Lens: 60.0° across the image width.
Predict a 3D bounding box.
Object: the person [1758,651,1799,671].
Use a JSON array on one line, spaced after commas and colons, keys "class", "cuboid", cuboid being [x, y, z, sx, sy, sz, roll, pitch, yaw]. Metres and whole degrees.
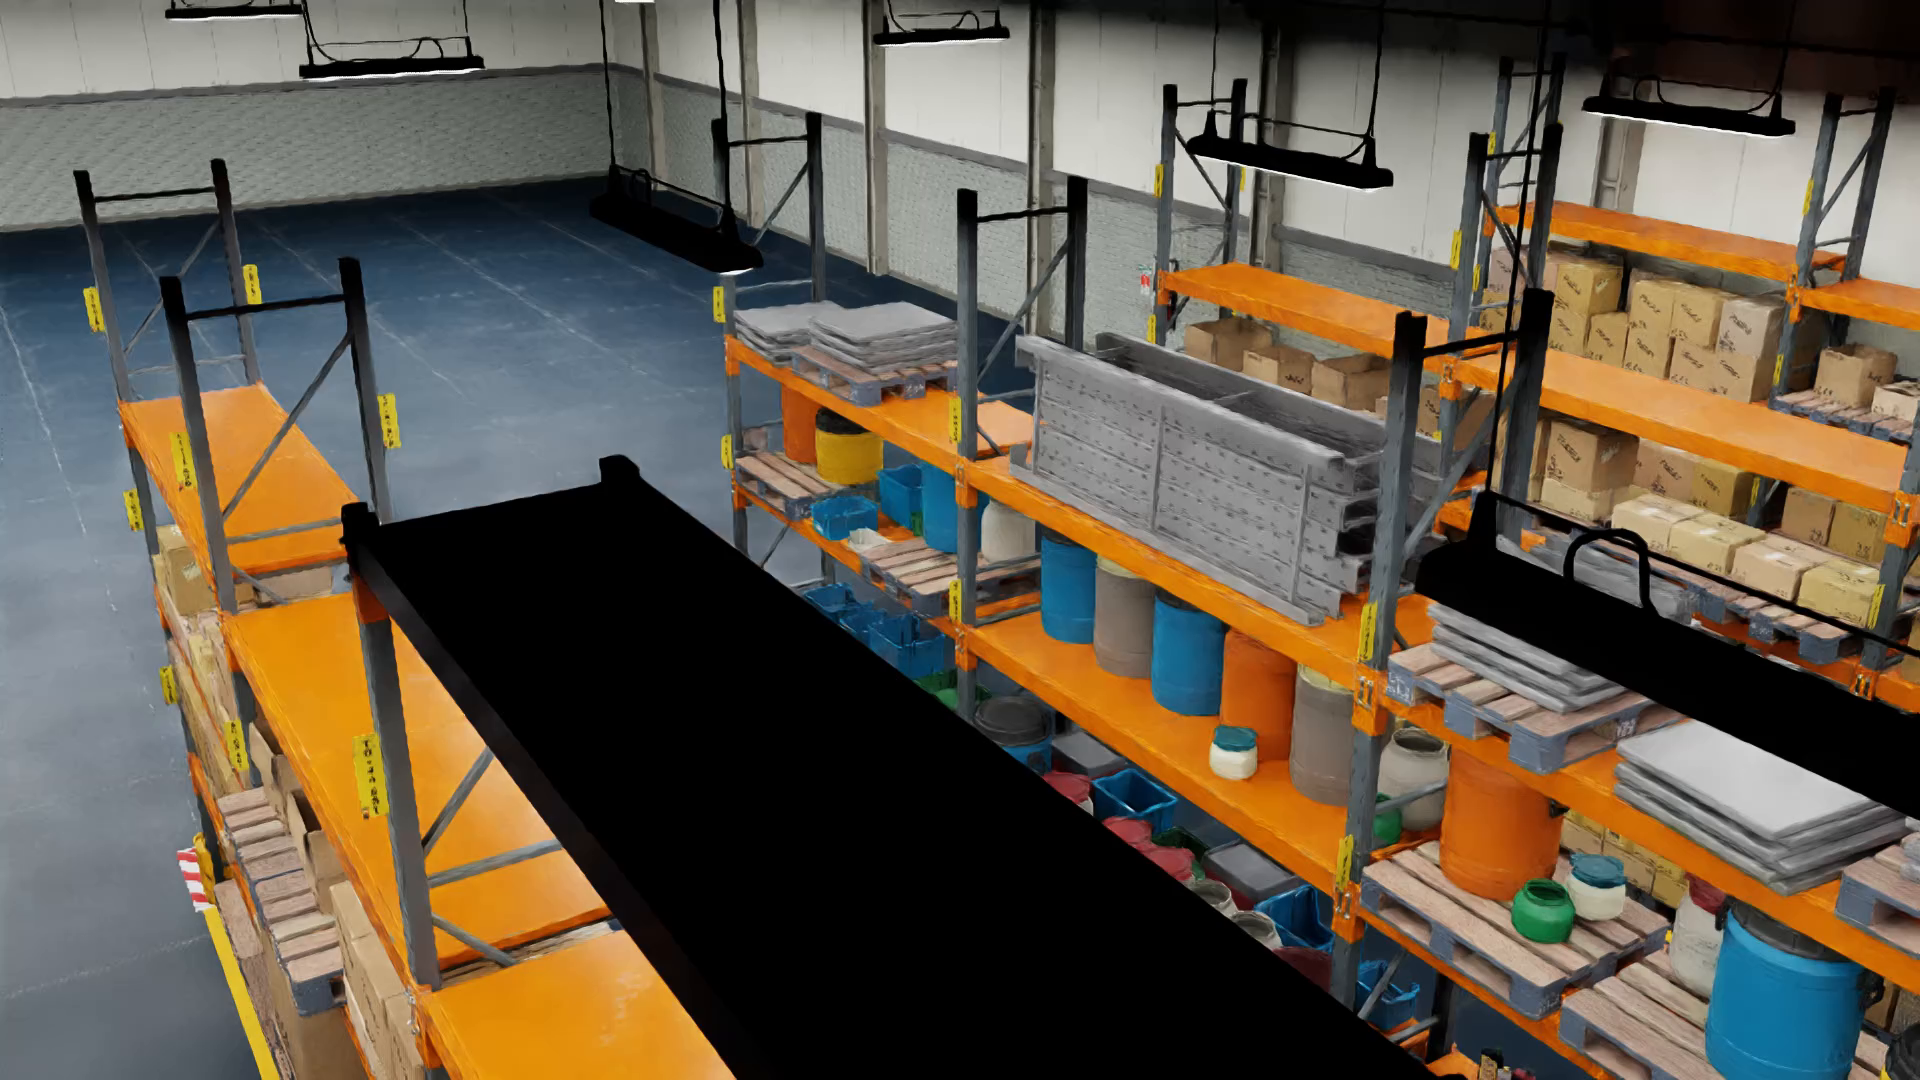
[{"class": "person", "cuboid": [8.011, 1.148, 16.219, 0.677, 1.742, 0.552, -14, 26, -31]}]
